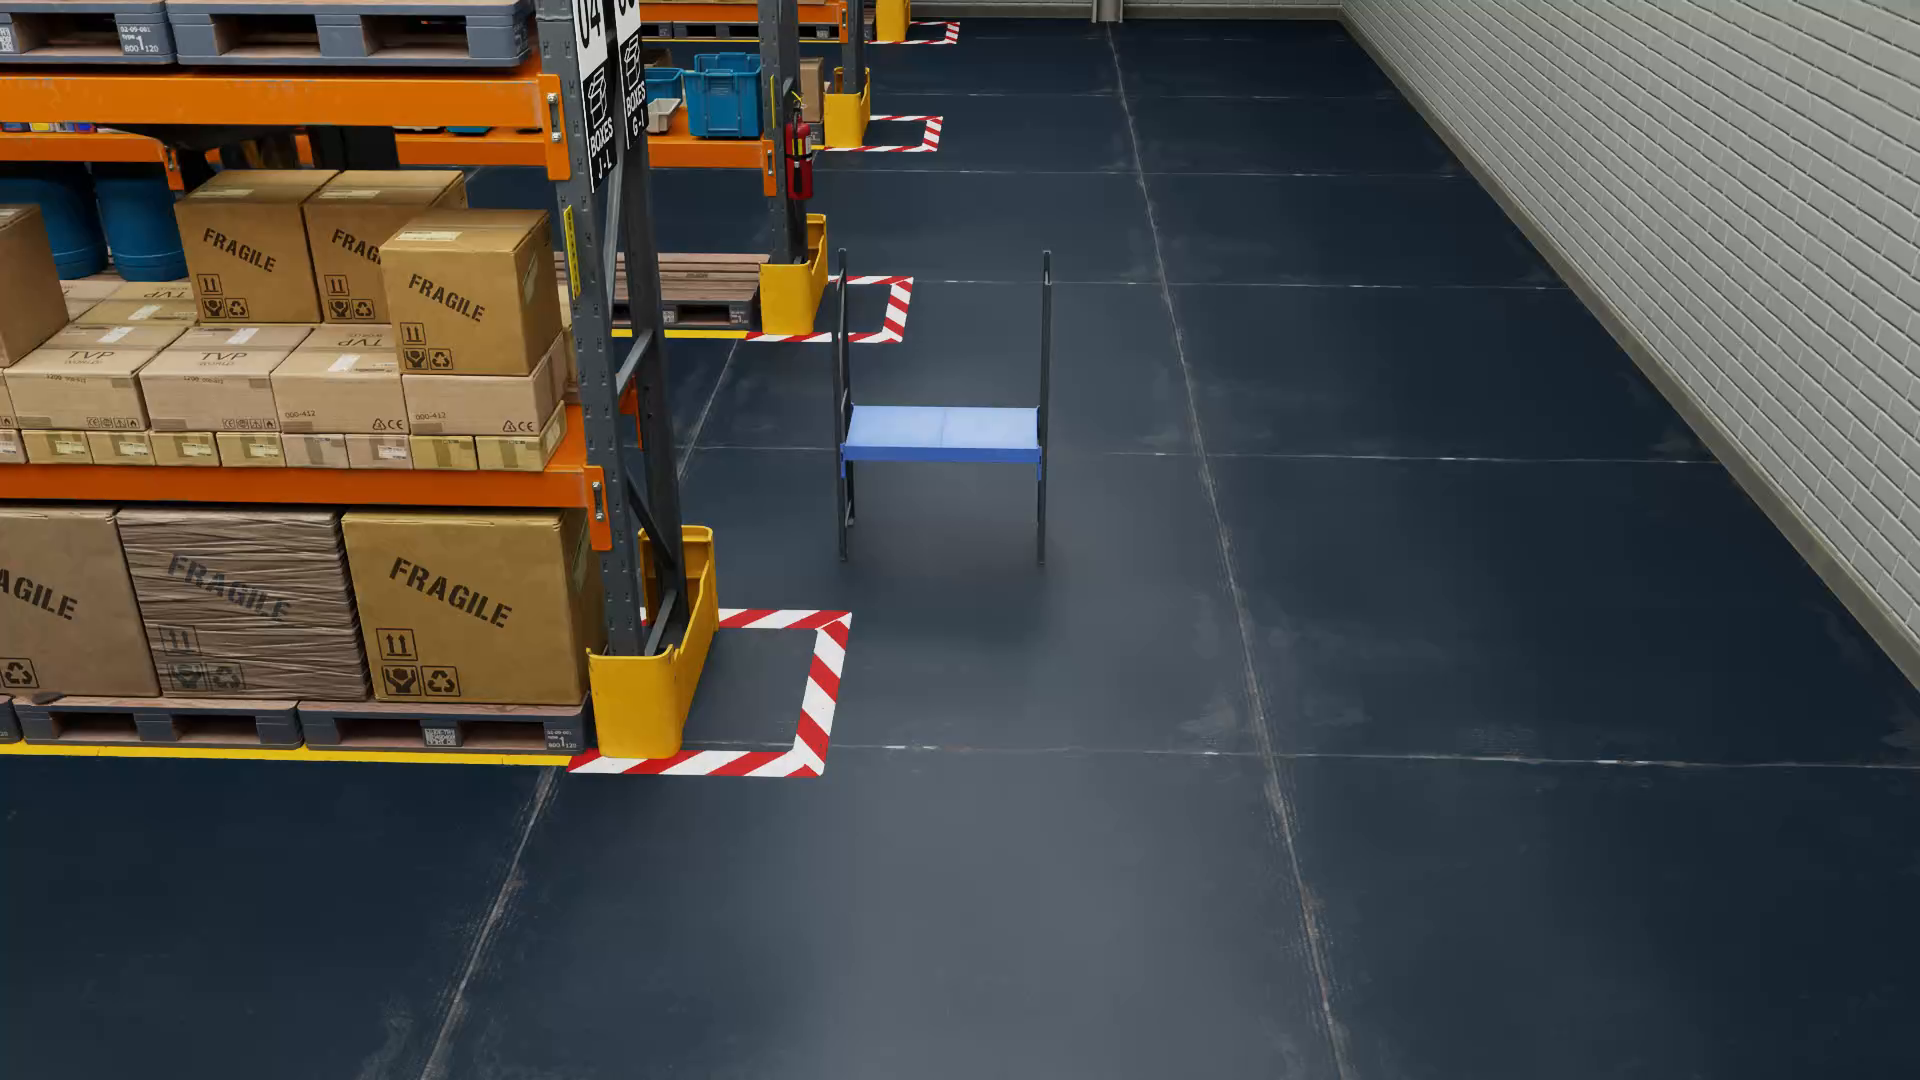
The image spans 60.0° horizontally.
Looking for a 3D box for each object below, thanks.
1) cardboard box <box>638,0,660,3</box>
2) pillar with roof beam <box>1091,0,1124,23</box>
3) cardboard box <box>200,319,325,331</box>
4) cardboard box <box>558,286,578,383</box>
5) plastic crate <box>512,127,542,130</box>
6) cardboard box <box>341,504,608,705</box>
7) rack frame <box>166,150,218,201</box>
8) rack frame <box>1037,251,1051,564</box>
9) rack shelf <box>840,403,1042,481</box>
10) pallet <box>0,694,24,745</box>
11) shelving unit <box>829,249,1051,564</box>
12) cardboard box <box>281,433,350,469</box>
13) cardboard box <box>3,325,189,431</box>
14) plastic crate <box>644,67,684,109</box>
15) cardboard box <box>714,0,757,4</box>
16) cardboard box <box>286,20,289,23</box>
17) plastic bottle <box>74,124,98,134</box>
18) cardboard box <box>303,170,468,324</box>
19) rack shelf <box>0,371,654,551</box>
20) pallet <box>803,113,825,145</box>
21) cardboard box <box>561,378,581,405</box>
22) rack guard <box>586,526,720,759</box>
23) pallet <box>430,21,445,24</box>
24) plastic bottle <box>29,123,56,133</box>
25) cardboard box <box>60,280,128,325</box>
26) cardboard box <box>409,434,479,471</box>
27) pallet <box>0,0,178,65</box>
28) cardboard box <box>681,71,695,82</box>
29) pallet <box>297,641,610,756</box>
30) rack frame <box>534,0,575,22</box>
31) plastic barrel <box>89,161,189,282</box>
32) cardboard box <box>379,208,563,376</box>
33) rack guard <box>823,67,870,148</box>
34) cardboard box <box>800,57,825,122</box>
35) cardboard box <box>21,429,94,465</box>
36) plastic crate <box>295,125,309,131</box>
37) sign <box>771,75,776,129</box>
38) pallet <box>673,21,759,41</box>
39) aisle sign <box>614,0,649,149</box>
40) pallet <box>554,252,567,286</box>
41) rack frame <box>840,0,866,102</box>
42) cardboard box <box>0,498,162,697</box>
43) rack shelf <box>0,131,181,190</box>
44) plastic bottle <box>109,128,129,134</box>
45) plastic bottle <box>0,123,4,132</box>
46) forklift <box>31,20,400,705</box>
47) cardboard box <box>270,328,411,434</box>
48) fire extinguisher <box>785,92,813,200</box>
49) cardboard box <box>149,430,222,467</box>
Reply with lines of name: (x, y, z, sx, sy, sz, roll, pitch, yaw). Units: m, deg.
cardboard box: (-2.993, -5.265, 15.372, 0.500, 0.500, 0.500, 1, 28, 1)
pillar with roof beam: (1.732, -8.629, 15.420, 0.400, 9.000, 9.100, 1, 28, 2)
cardboard box: (-2.861, -0.892, 7.073, 0.500, 0.250, 0.500, 0, 28, 0)
cardboard box: (-1.839, -0.877, 7.044, 0.500, 0.250, 0.500, 0, 28, 0)
plastic crate: (-2.880, -2.835, 11.114, 0.250, 0.136, 0.298, 1, 28, 2)
cardboard box: (-2.011, 0.103, 7.174, 0.875, 0.875, 0.875, 1, 28, 2)
rack frame: (-5.192, -3.062, 11.323, 0.127, 3.000, 1.000, 1, 28, 2)
rack frame: (0.423, -0.656, 8.386, 0.032, 1.500, 0.500, 1, 28, 2)
rack shelf: (-0.085, -0.505, 8.486, 1.000, 0.185, 0.538, 1, 28, 2)
pallet: (-4.609, 0.538, 7.510, 1.213, 0.211, 1.003, 1, 28, 2)
shelving unit: (-0.085, -0.664, 8.401, 1.048, 1.500, 0.538, 1, 28, 2)
cardboard box: (-2.498, -0.431, 6.629, 0.250, 0.149, 0.380, 1, 28, 3)
cardboard box: (-3.399, -0.650, 6.616, 0.500, 0.250, 0.500, 1, 28, 2)
plastic crate: (-2.087, -3.117, 11.543, 0.300, 0.233, 0.416, 1, 28, 2)
cardboard box: (-1.991, -5.245, 15.336, 0.500, 0.500, 0.500, 1, 28, 2)
cardboard box: (-6.487, -4.940, 16.265, 0.500, 0.250, 0.500, 1, 28, 2)
plastic bottle: (-5.830, -2.848, 11.045, 0.133, 0.283, 0.061, 1, 28, 2)
cardboard box: (-2.339, -1.217, 6.884, 0.500, 0.500, 0.500, 0, 28, 1)
rack shelf: (-3.368, -0.393, 7.056, 4.000, 0.370, 1.077, 1, 28, 2)
pallet: (-1.888, -4.096, 16.252, 1.213, 0.211, 1.003, 1, 28, 2)
cardboard box: (-1.712, -0.727, 7.187, 0.250, 0.149, 0.380, 1, 28, 2)
rack guard: (-1.345, 0.427, 7.410, 0.348, 0.500, 1.175, 1, 28, 2)
pallet: (-6.838, -6.463, 20.717, 1.213, 0.211, 1.003, 1, 28, 2)
plastic bottle: (-6.122, -2.902, 11.075, 0.185, 0.351, 0.144, 1, 28, 2)
cardboard box: (-3.889, -0.909, 7.104, 0.500, 0.250, 0.500, 2, 28, 3)
cardboard box: (-1.996, -0.422, 6.611, 0.250, 0.149, 0.380, 1, 28, 2)
pallet: (-3.333, -1.990, 6.193, 1.213, 0.211, 1.003, 1, 28, 2)
cardboard box: (-2.548, -4.452, 16.412, 0.500, 0.250, 0.500, 1, 28, 2)
pallet: (-2.171, 0.578, 7.434, 1.213, 0.211, 1.003, 1, 28, 2)
rack frame: (-1.369, -3.328, 5.420, 0.127, 3.000, 1.000, 1, 28, 2)
plastic barrel: (-5.735, -2.337, 11.749, 0.708, 0.901, 0.600, 1, 28, 2)
cardboard box: (-1.865, -0.959, 6.398, 0.500, 0.500, 0.500, 1, 28, 2)
rack guard: (-1.092, -4.211, 16.160, 0.348, 0.500, 1.175, 1, 28, 2)
cardboard box: (-1.568, -4.298, 15.854, 0.500, 0.500, 0.500, 1, 28, 2)
cardboard box: (-3.525, -0.447, 6.659, 0.250, 0.149, 0.380, 0, 28, 0)
plastic crate: (-4.308, -2.985, 11.045, 0.583, 0.464, 0.402, 1, 28, 2)
sign: (-1.197, -2.810, 10.674, 0.005, 0.325, 0.100, 1, 28, 2)
pallet: (-2.862, -6.399, 20.596, 1.213, 0.211, 1.003, 1, 28, 2)
aisle sign: (-1.286, -1.965, 6.479, 0.004, 0.787, 0.394, 1, 28, 2)
pallet: (-3.233, -1.817, 11.952, 1.213, 0.211, 1.003, 1, 28, 2)
rack frame: (-1.016, -5.314, 15.572, 0.127, 3.000, 1.000, 1, 28, 2)
cardboard box: (-3.810, 0.073, 7.230, 0.875, 0.875, 0.875, 1, 28, 2)
rack shelf: (-7.190, -2.777, 11.554, 4.000, 0.370, 1.077, 1, 28, 2)
plastic bottle: (-5.597, -2.862, 11.079, 0.135, 0.276, 0.152, 1, 28, 2)
plastic bottle: (-6.466, -2.877, 11.106, 0.135, 0.276, 0.152, 1, 28, 2)
forklift: (-3.336, -1.092, 7.680, 1.130, 2.935, 3.031, 17, 32, 28)
cardboard box: (-2.370, -0.635, 6.588, 0.500, 0.250, 0.500, 0, 28, 1)
fire extinguisher: (-1.059, -2.582, 10.898, 0.183, 0.674, 0.296, 1, 28, 2)
cardboard box: (-3.016, -0.438, 6.643, 0.250, 0.149, 0.380, 1, 28, 2)
